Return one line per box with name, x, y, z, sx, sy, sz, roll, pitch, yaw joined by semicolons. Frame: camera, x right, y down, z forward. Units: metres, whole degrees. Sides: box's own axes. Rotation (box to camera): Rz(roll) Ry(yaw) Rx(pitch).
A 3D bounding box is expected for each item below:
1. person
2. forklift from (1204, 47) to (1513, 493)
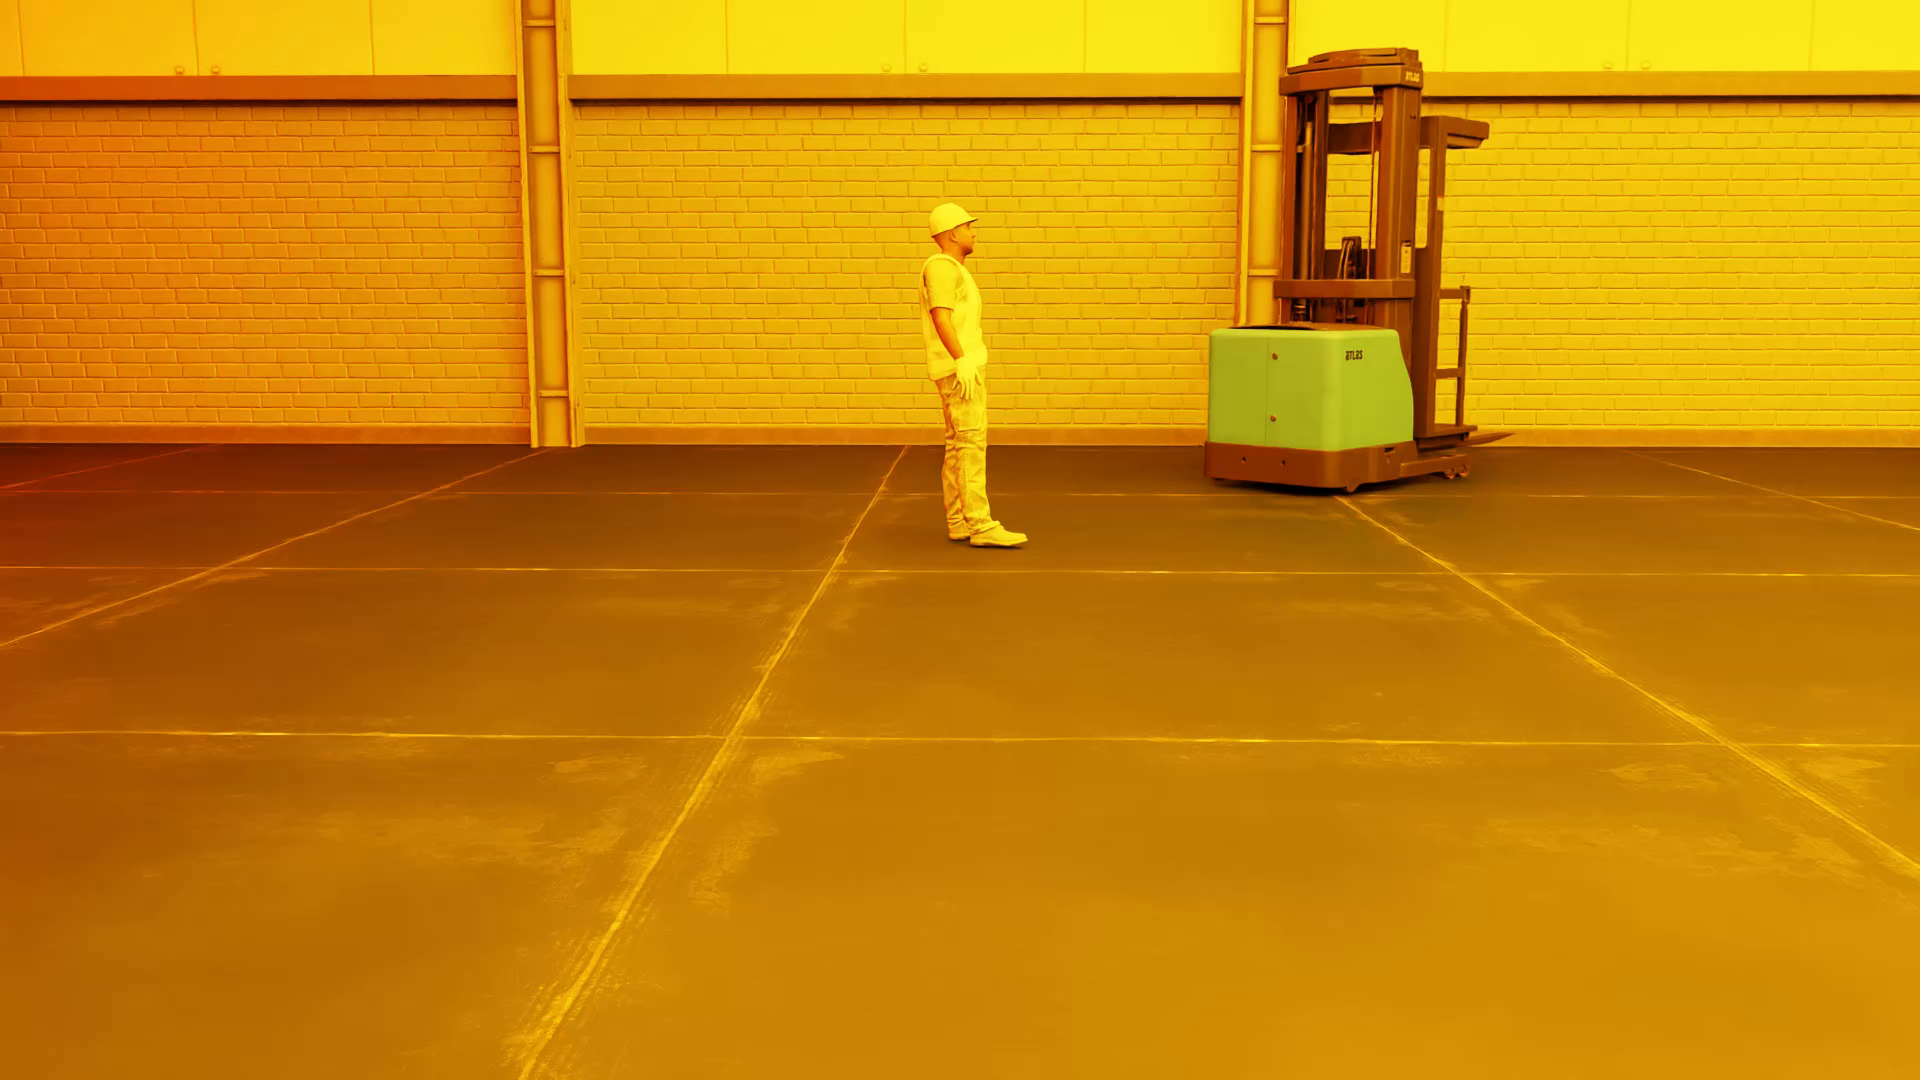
person;0.072;-0.887;8.856;0.575;1.785;0.657;0;9;1
forklift;3.041;-1.926;11.909;1.130;2.935;3.031;8;12;42
